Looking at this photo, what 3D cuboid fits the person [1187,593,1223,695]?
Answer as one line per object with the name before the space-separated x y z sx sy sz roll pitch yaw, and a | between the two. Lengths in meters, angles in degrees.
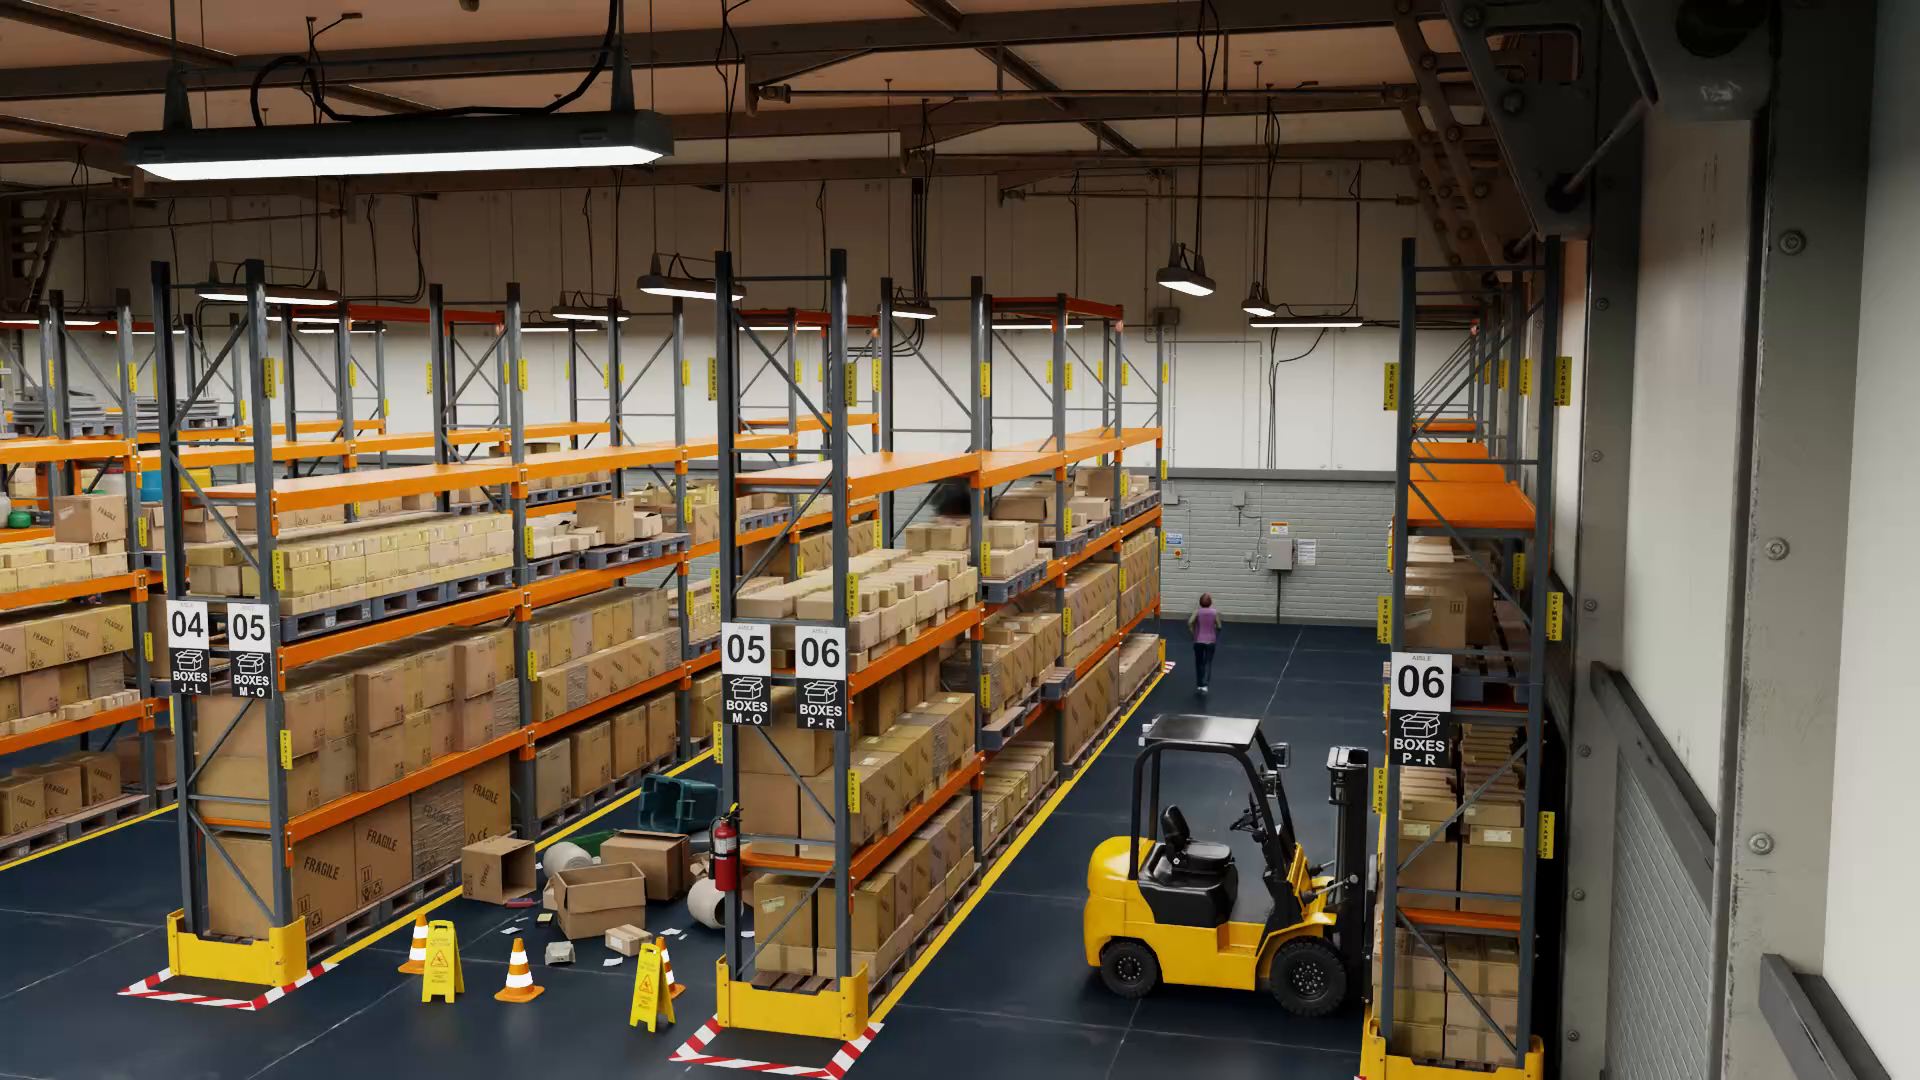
person | 3.792 1.632 25.751 0.531 1.621 0.805 1 6 12
